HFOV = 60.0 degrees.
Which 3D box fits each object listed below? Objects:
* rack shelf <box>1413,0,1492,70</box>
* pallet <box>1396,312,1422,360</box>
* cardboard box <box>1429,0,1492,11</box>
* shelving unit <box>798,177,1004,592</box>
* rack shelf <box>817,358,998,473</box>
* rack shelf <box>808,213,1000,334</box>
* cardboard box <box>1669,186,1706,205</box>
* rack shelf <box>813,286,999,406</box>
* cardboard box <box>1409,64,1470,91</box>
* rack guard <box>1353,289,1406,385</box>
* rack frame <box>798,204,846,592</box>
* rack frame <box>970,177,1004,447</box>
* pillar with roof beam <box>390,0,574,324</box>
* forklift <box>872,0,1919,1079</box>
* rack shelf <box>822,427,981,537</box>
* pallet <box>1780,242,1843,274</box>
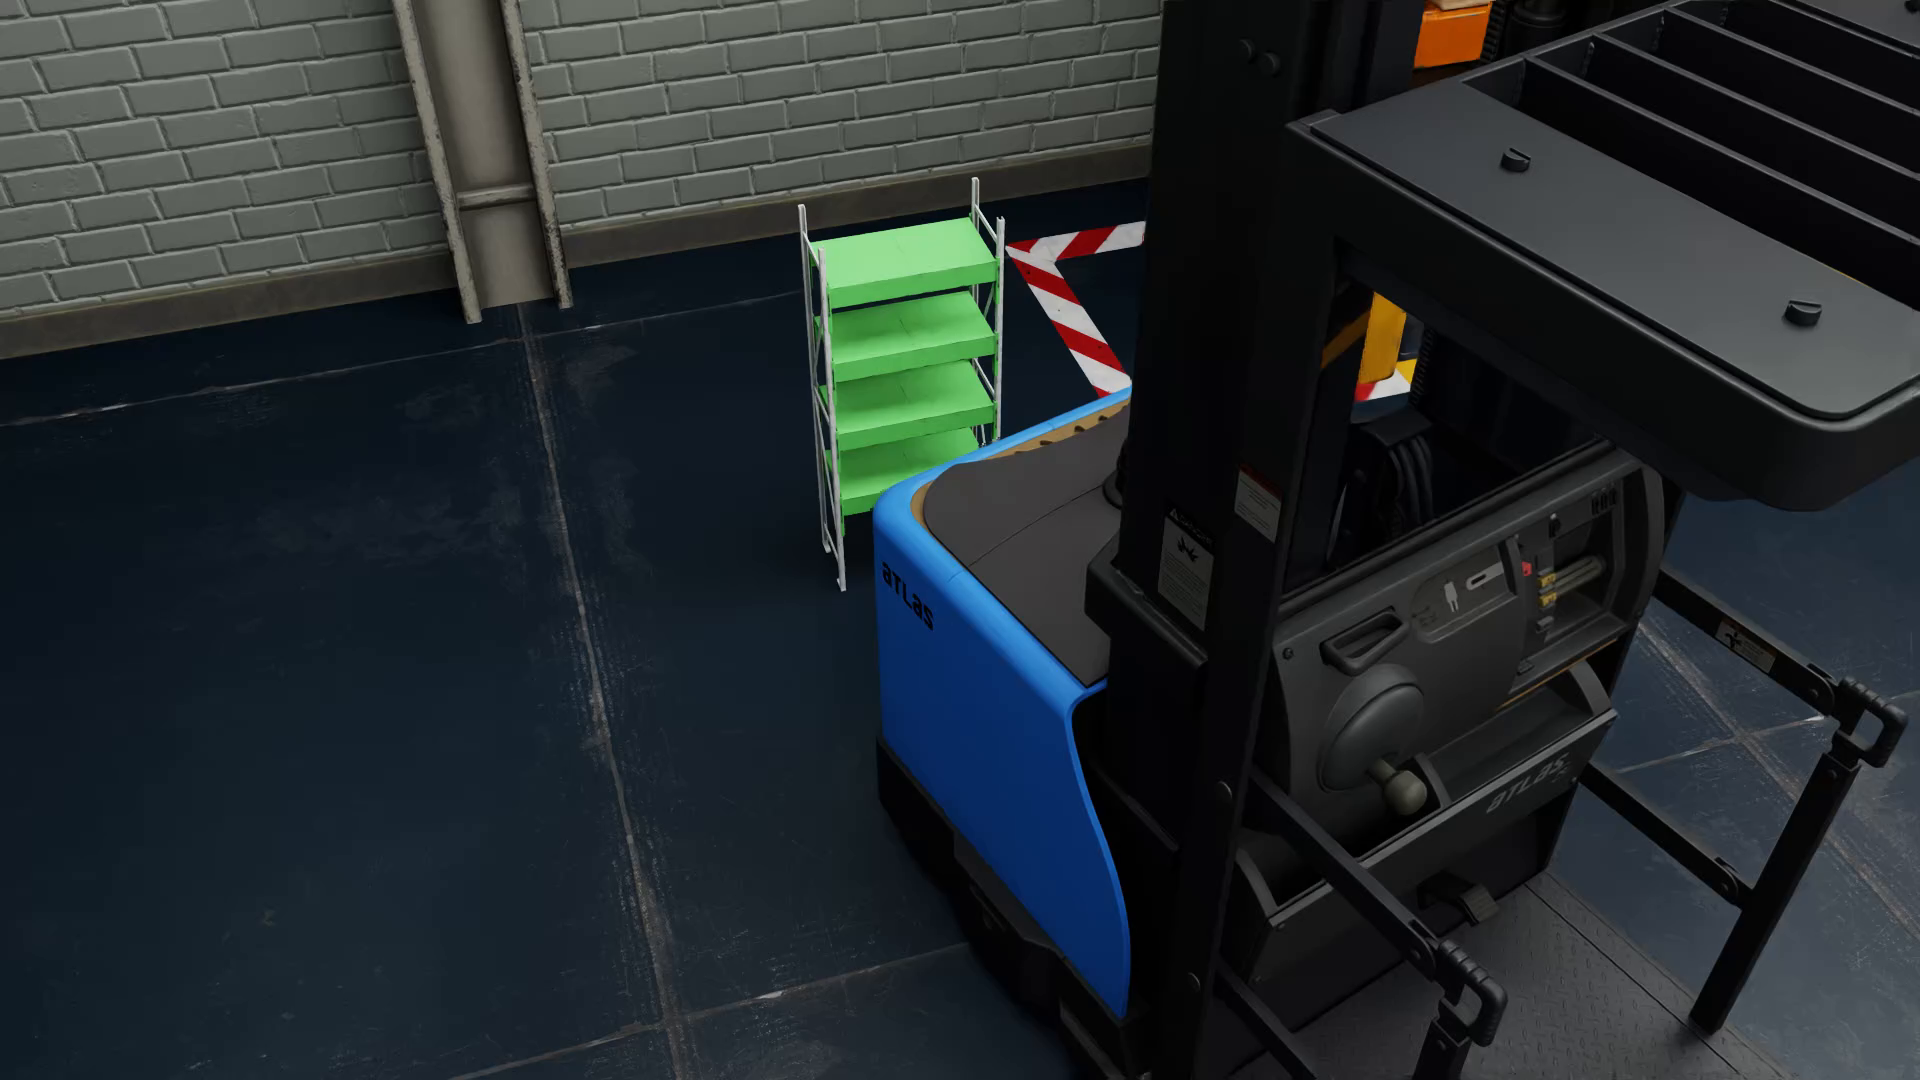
[{"bbox_3d":[3.062,-2.157,5.986,4.000,0.370,1.077,-12,42,-13],"label":"rack shelf"},{"bbox_3d":[1.987,-1.156,6.413,1.213,0.211,1.003,-12,42,-13],"label":"pallet"},{"bbox_3d":[1.550,-1.831,5.257,0.250,0.149,0.380,-12,43,-13],"label":"cardboard box"},{"bbox_3d":[-0.158,-0.419,4.818,0.503,1.200,0.258,-12,42,-13],"label":"shelving unit"},{"bbox_3d":[-0.158,-0.371,4.860,0.480,0.148,0.258,-12,42,-13],"label":"rack shelf"},{"bbox_3d":[-0.158,-0.732,4.544,0.480,0.148,0.258,-12,42,-13],"label":"rack shelf"},{"bbox_3d":[2.593,-1.455,6.217,0.500,0.500,0.700,-10,42,-11],"label":"cardboard box"},{"bbox_3d":[-0.158,-0.552,4.702,0.480,0.148,0.258,-12,42,-13],"label":"rack shelf"},{"bbox_3d":[1.766,-1.312,6.050,0.637,0.503,0.797,-13,43,-15],"label":"cardboard box"},{"bbox_3d":[1.227,-1.106,6.136,0.348,0.500,1.175,-12,42,-13],"label":"rack guard"},{"bbox_3d":[-0.391,-0.371,4.763,0.015,1.200,0.240,-12,42,-13],"label":"rack frame"},{"bbox_3d":[0.075,-0.467,4.873,0.015,1.200,0.240,-12,42,-13],"label":"rack frame"},{"bbox_3d":[-0.395,-1.623,0.268,0.400,9.000,9.100,-12,42,-13],"label":"pillar with roof beam"},{"bbox_3d":[1.022,0.228,2.761,1.130,2.935,3.031,-24,46,-25],"label":"forklift"},{"bbox_3d":[-0.158,-0.190,5.018,0.480,0.148,0.258,-12,42,-13],"label":"rack shelf"},{"bbox_3d":[3.149,-1.394,6.686,1.213,0.211,1.003,-12,42,-13],"label":"pallet"}]
